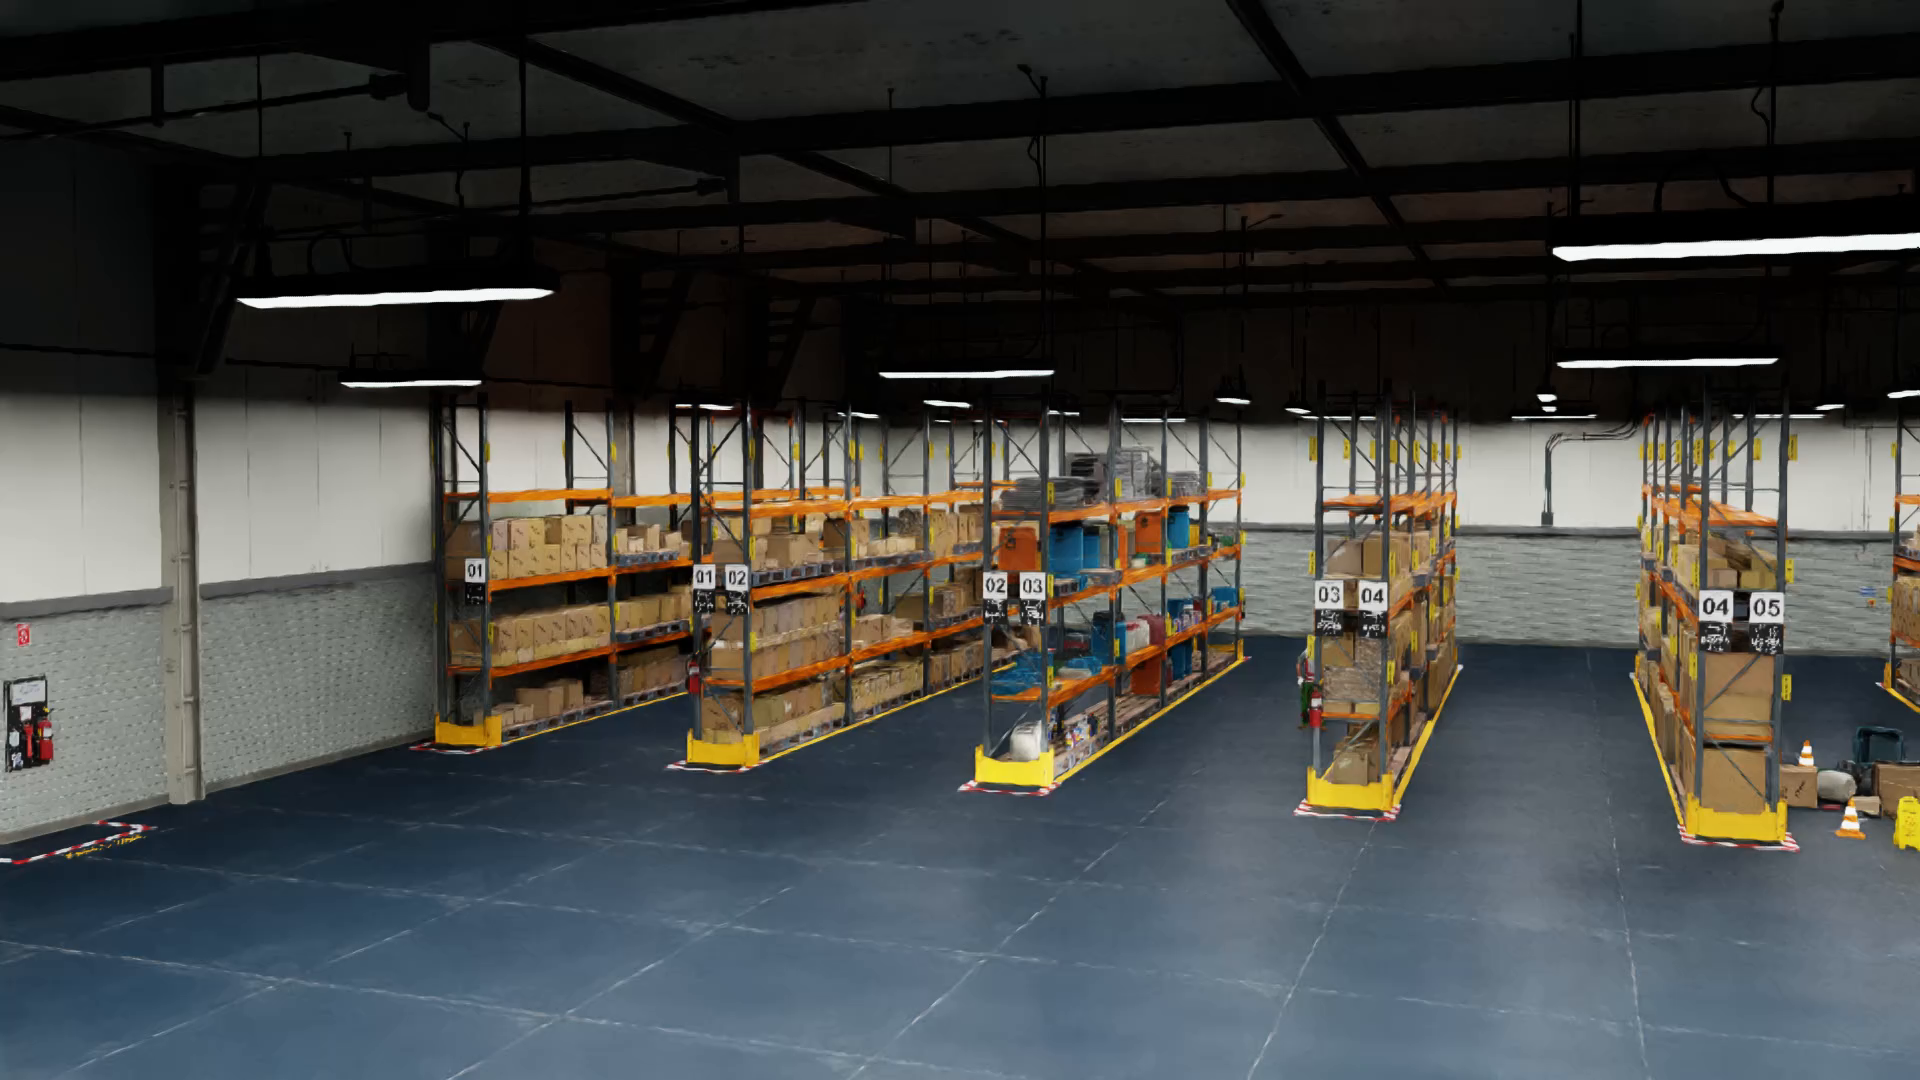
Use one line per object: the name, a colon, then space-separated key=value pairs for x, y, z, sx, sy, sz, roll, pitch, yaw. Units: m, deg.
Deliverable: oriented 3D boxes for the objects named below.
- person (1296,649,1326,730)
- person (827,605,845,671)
person: x=6.363 y=2.553 z=29.801 sx=0.677 sy=1.742 sz=0.552 roll=1 pitch=3 yaw=19
person: x=-2.749 y=2.203 z=37.953 sx=0.430 sy=1.540 sz=0.948 roll=1 pitch=3 yaw=19
